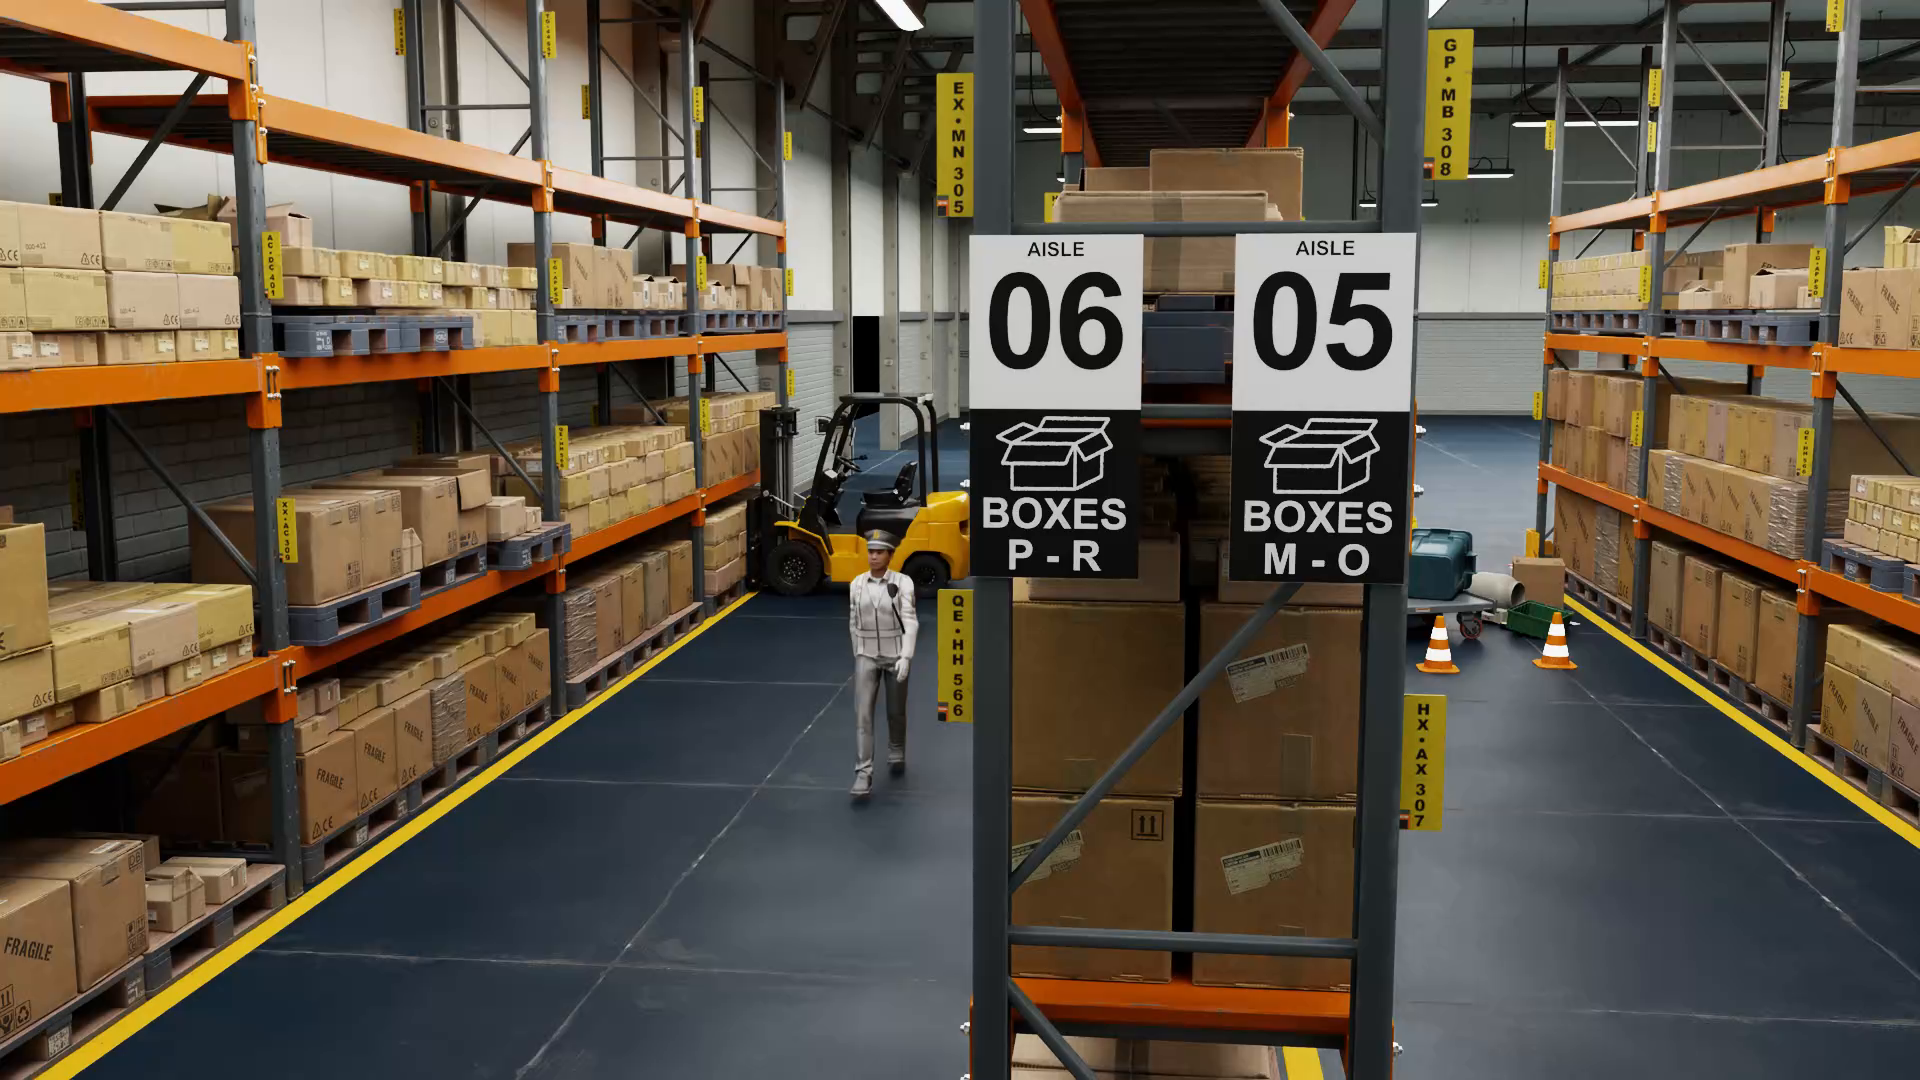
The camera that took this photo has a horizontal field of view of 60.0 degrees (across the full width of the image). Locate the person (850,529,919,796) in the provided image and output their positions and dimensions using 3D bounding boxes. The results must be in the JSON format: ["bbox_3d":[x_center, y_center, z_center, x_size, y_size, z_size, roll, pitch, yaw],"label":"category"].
[{"bbox_3d":[-0.495,0.742,10.660,0.473,1.634,1.004,1,8,5],"label":"person"}]
